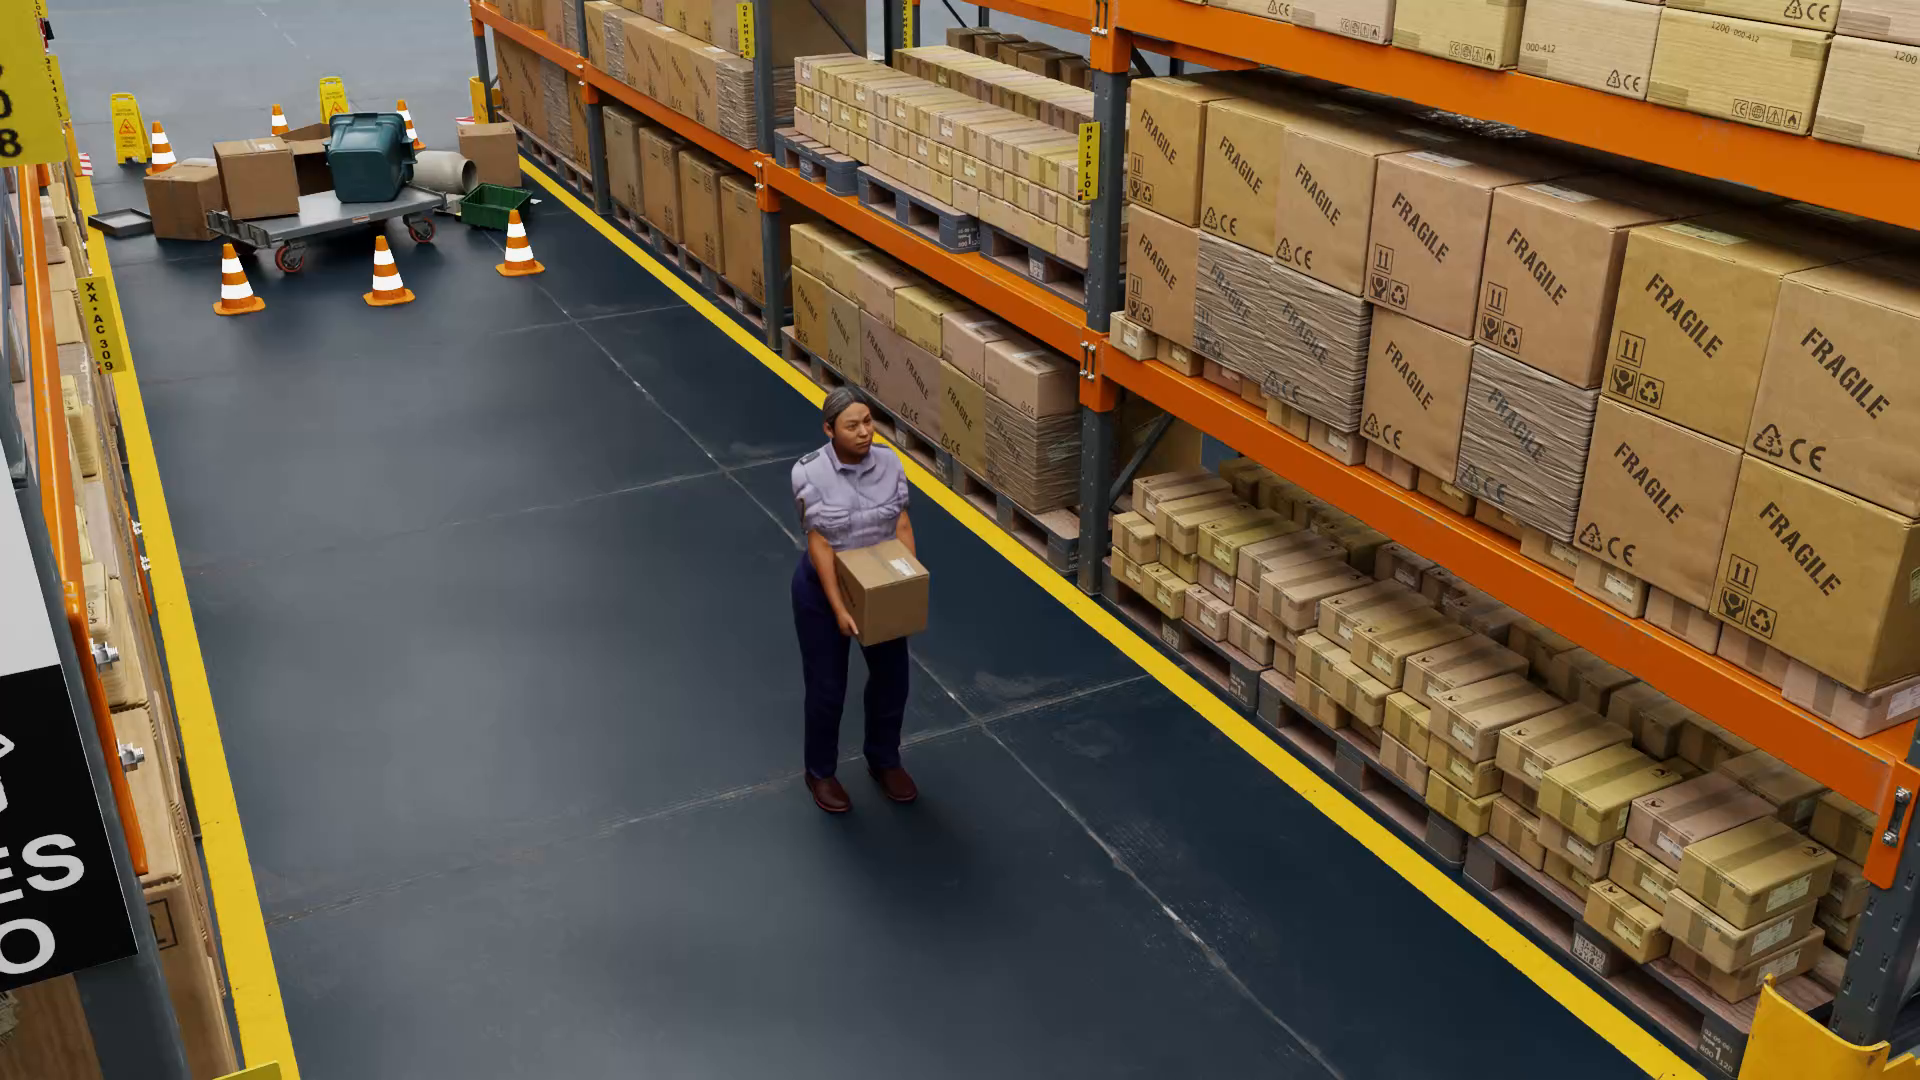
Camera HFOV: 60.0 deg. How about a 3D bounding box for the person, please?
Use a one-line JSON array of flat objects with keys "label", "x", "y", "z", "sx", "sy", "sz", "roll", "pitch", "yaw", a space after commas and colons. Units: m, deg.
[{"label": "person", "x": -0.361, "y": 0.244, "z": 6.131, "sx": 0.435, "sy": 1.647, "sz": 0.528, "roll": -13, "pitch": 29, "yaw": -26}]
